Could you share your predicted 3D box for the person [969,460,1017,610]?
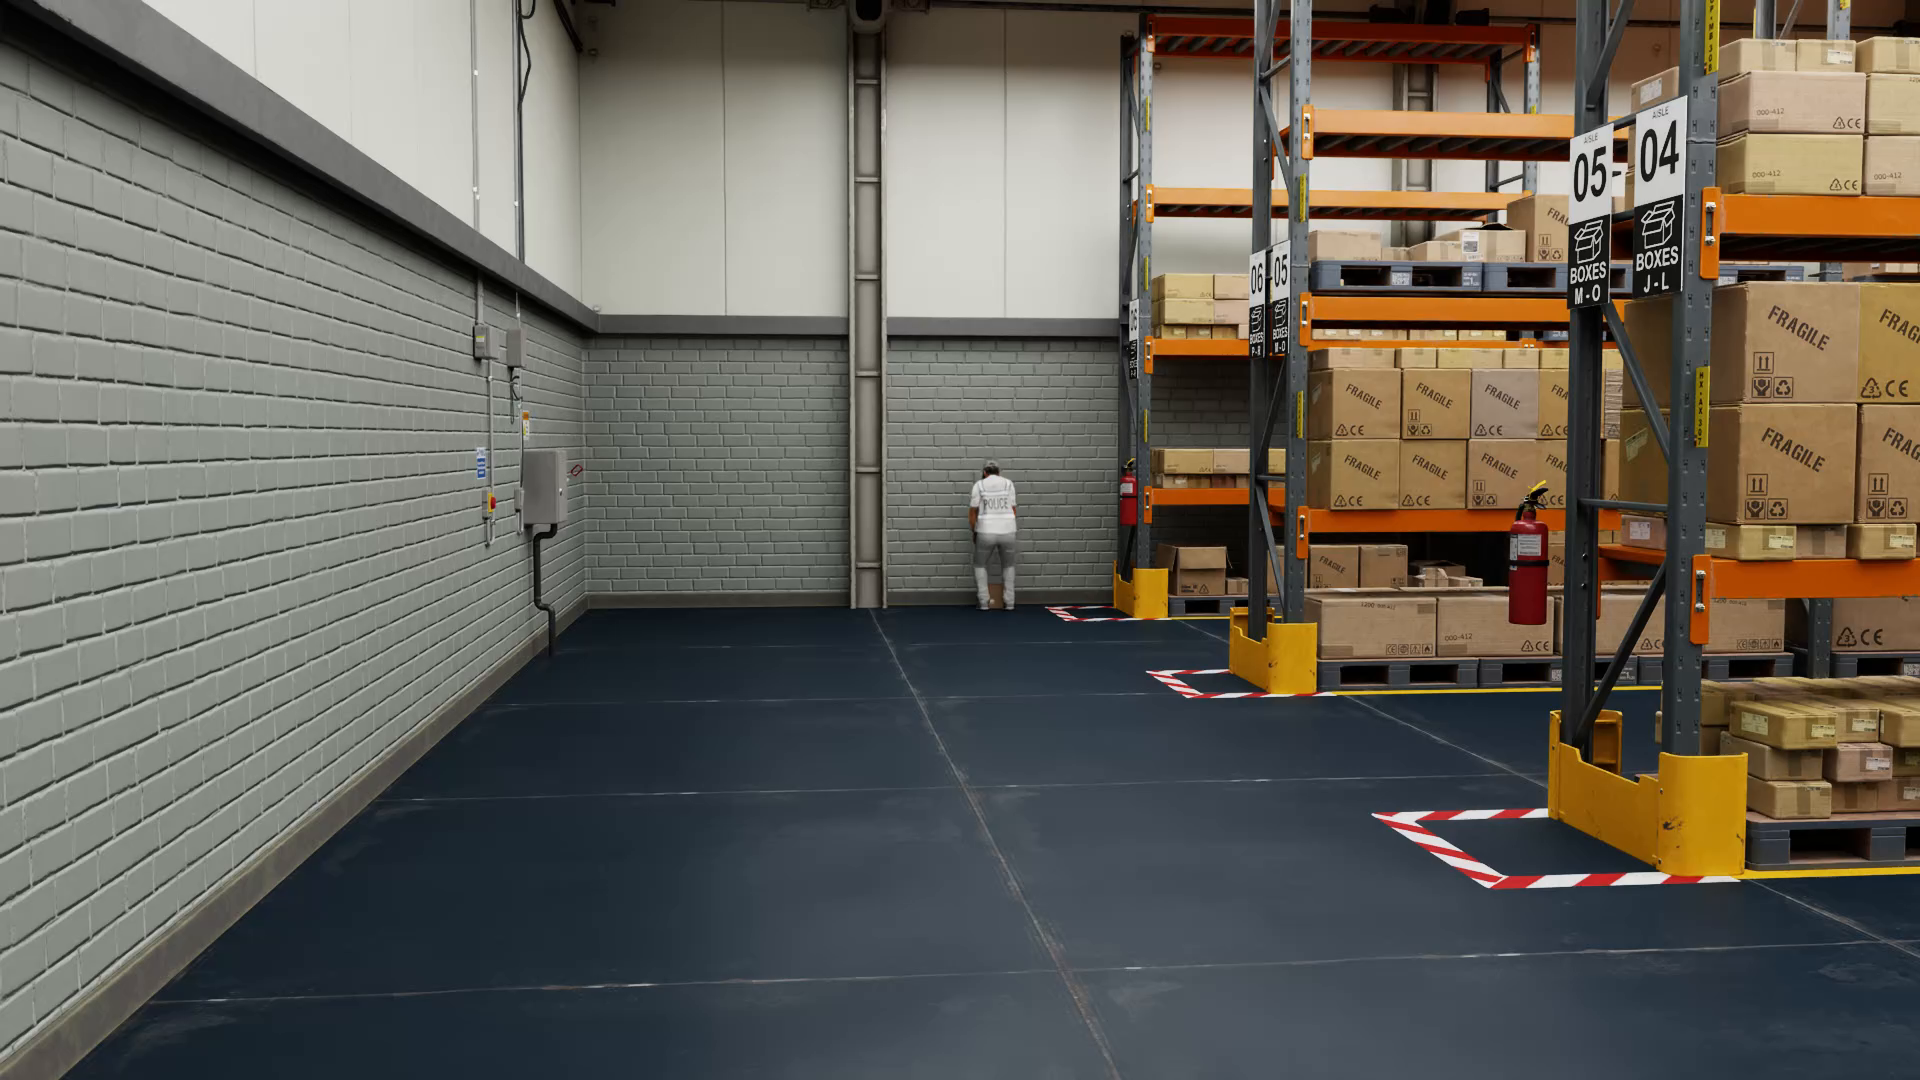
[{"bbox_3d":[0.344,-0.045,17.525,0.507,1.587,0.532,0,3,-5],"label":"person"}]
